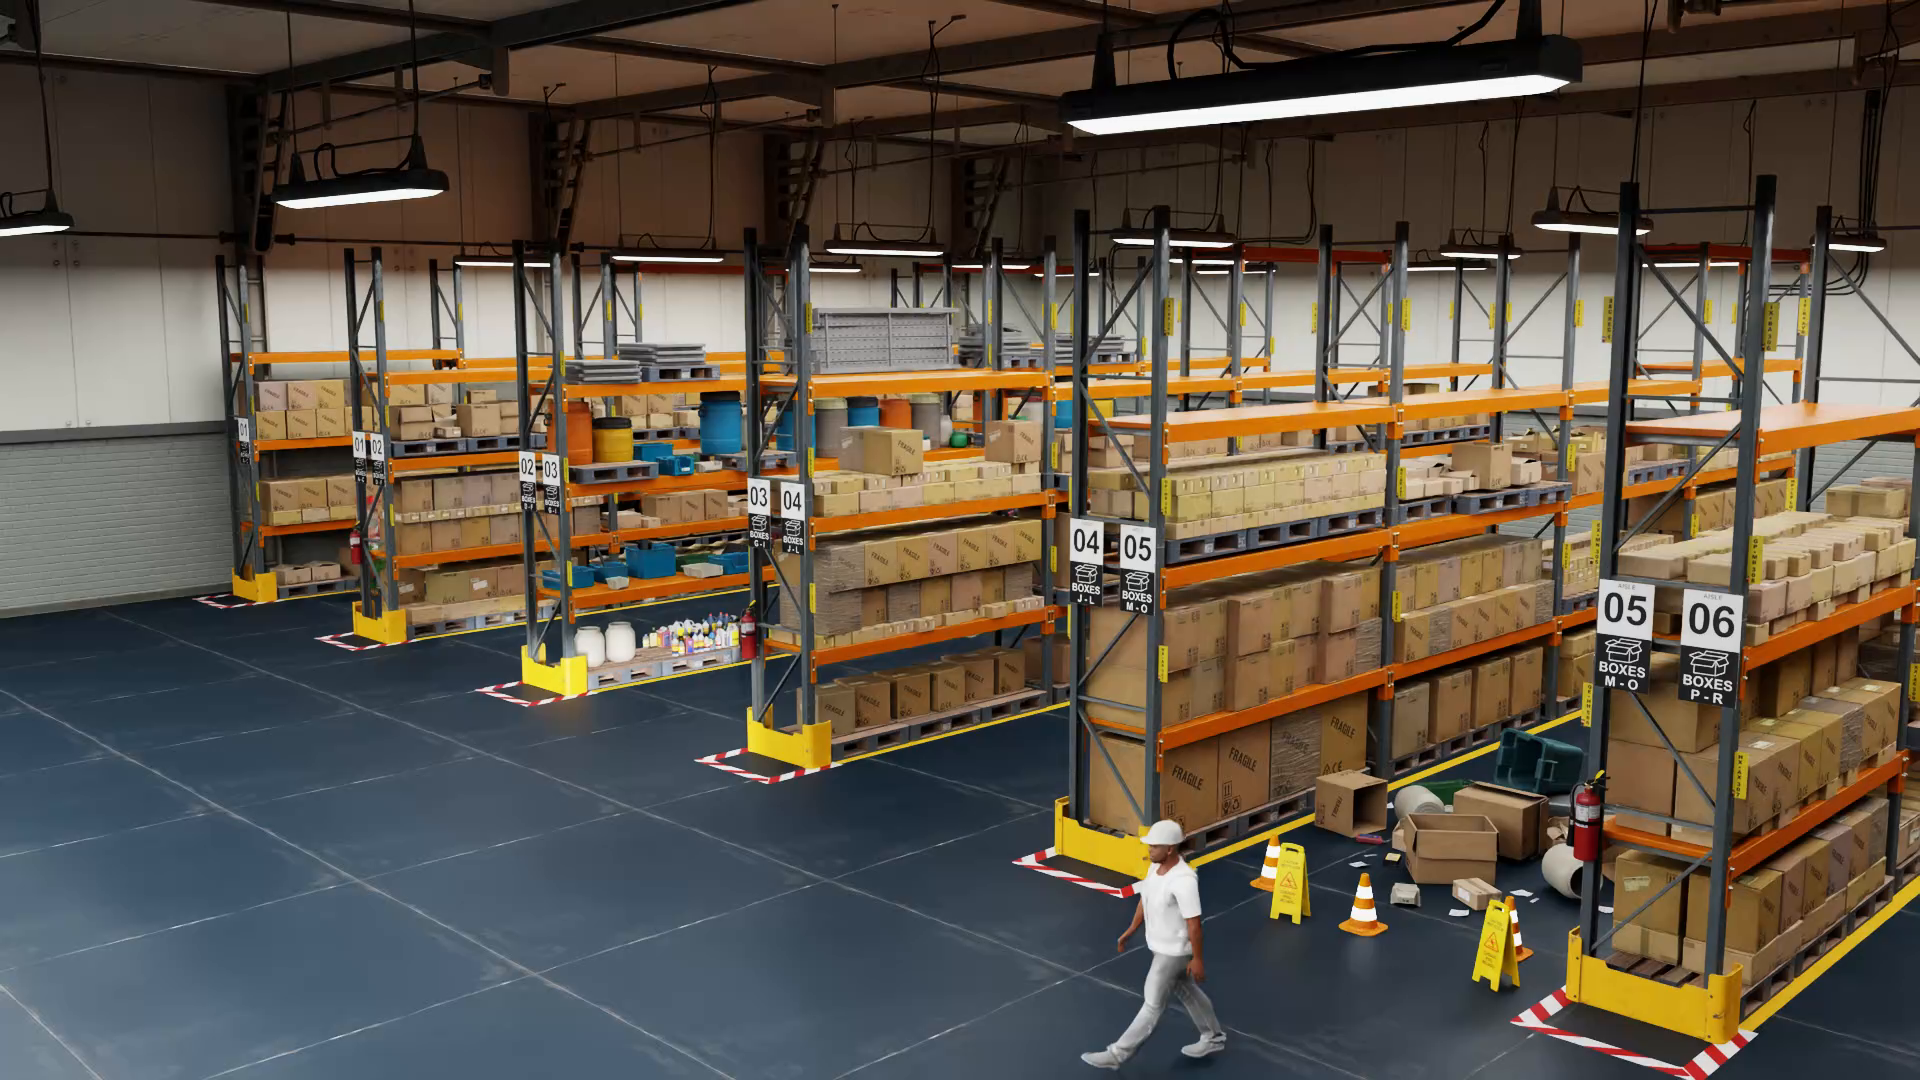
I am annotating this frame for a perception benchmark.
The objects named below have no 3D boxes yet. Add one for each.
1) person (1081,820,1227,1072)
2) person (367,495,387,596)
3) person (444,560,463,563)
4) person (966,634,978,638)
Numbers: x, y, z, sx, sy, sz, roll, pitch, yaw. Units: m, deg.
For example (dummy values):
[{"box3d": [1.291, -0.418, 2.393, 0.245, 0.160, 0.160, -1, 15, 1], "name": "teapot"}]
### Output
[{"box3d": [1.311, 2.720, 11.231, 1.090, 1.700, 0.595, -1, 8, -9], "name": "person"}, {"box3d": [-10.424, 0.089, 29.523, 0.451, 1.771, 0.602, -4, 9, -25], "name": "person"}, {"box3d": [-8.643, 0.267, 28.509, 0.628, 1.767, 0.689, 5, 10, 34], "name": "person"}, {"box3d": [0.000, 0.728, 24.466, 0.632, 1.456, 0.537, -4, 9, -23], "name": "person"}]
